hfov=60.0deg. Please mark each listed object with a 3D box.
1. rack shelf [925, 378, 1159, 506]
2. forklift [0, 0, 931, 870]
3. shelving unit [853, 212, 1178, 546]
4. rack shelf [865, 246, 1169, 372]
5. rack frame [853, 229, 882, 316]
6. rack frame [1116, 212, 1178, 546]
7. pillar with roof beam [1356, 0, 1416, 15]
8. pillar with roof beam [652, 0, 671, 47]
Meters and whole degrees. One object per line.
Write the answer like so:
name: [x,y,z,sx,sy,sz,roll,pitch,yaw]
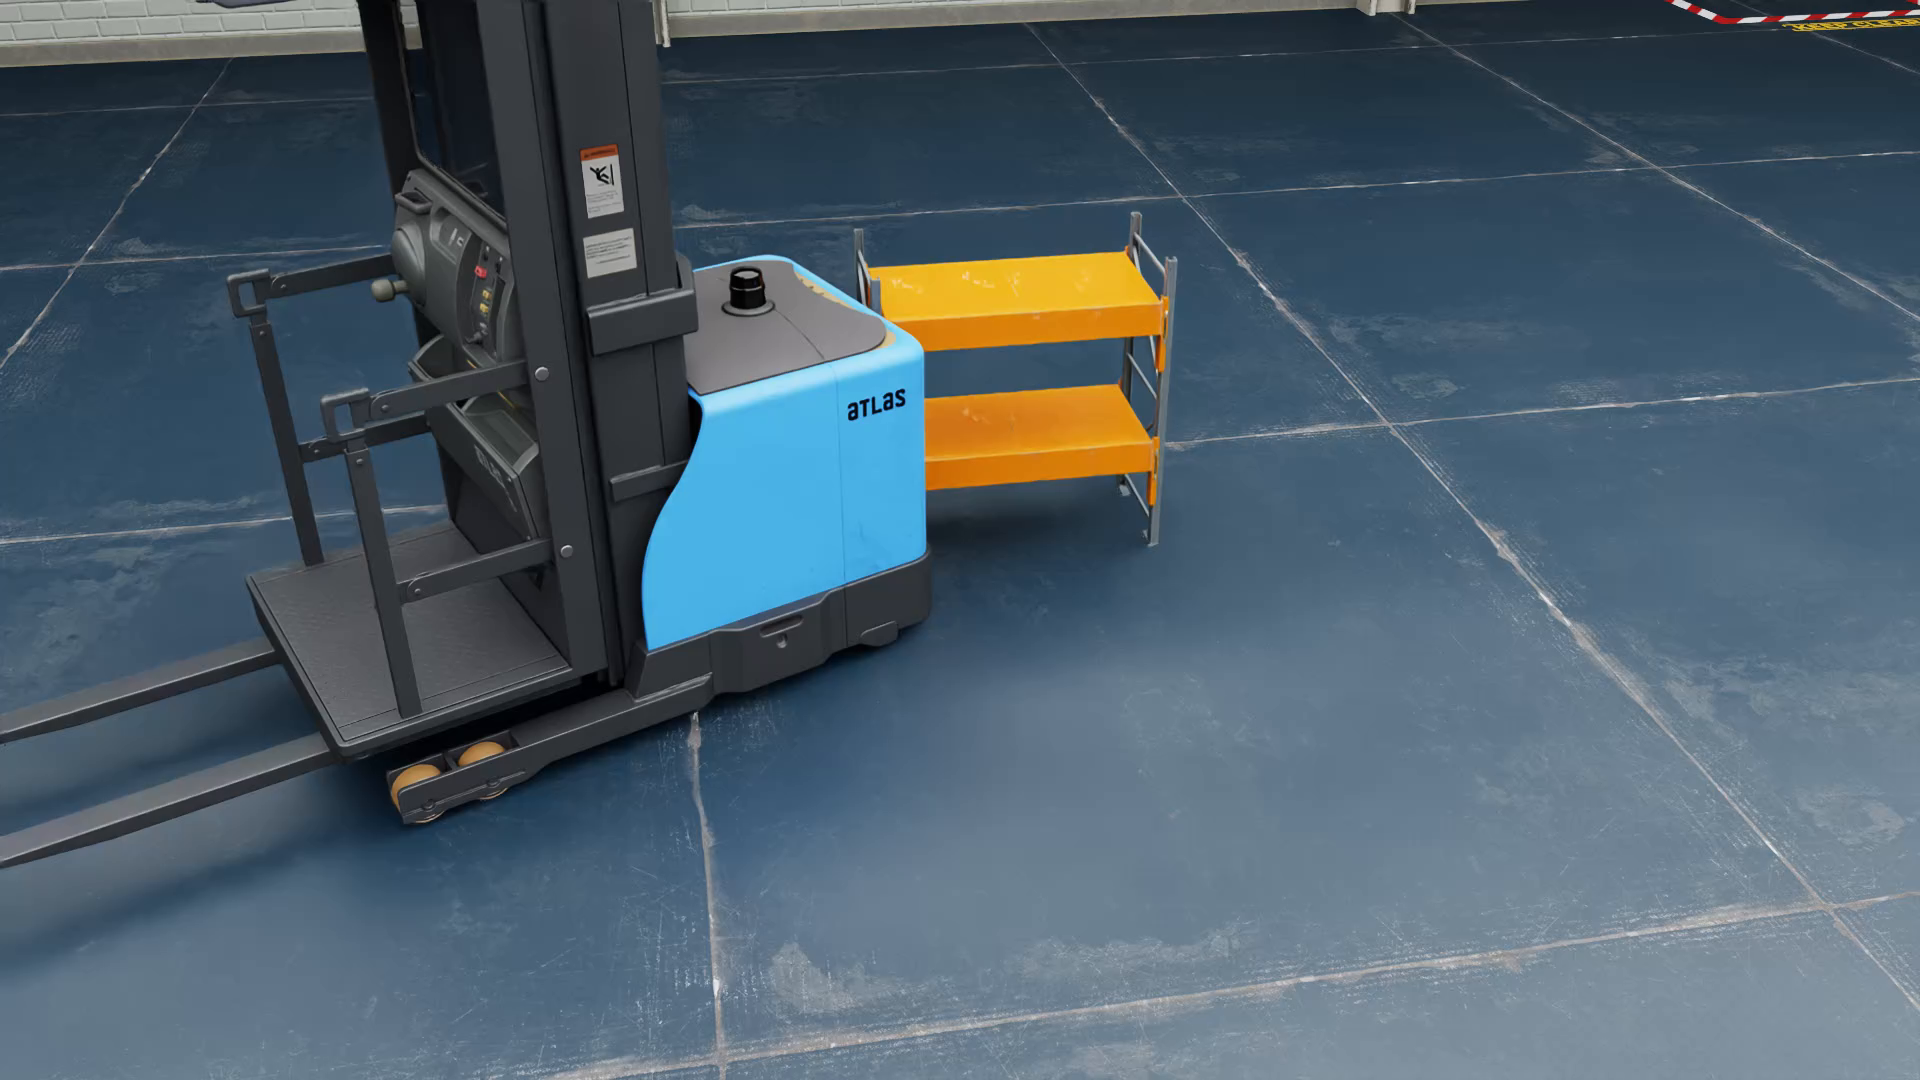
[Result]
rack shelf: [0.180,-0.331,6.186,1.000,0.278,0.538,-5,31,-9]
forklift: [-1.608,-0.745,4.626,3.031,2.935,1.130,-19,35,-29]
shelving unit: [0.180,-0.542,6.062,1.048,1.125,0.538,-5,31,-9]
rack shelf: [0.180,-0.794,5.914,1.000,0.278,0.538,-5,31,-9]
rack frame: [-0.320,-0.497,5.985,0.032,1.125,0.500,-5,31,-9]
rack frame: [0.681,-0.587,6.139,0.032,1.125,0.500,-5,31,-9]
pillar with roof beam: [4.259,-6.081,7.714,0.400,9.000,9.100,-5,31,-9]
pillar with roof beam: [-1.642,-5.533,6.782,0.400,9.000,9.100,-5,31,-9]
